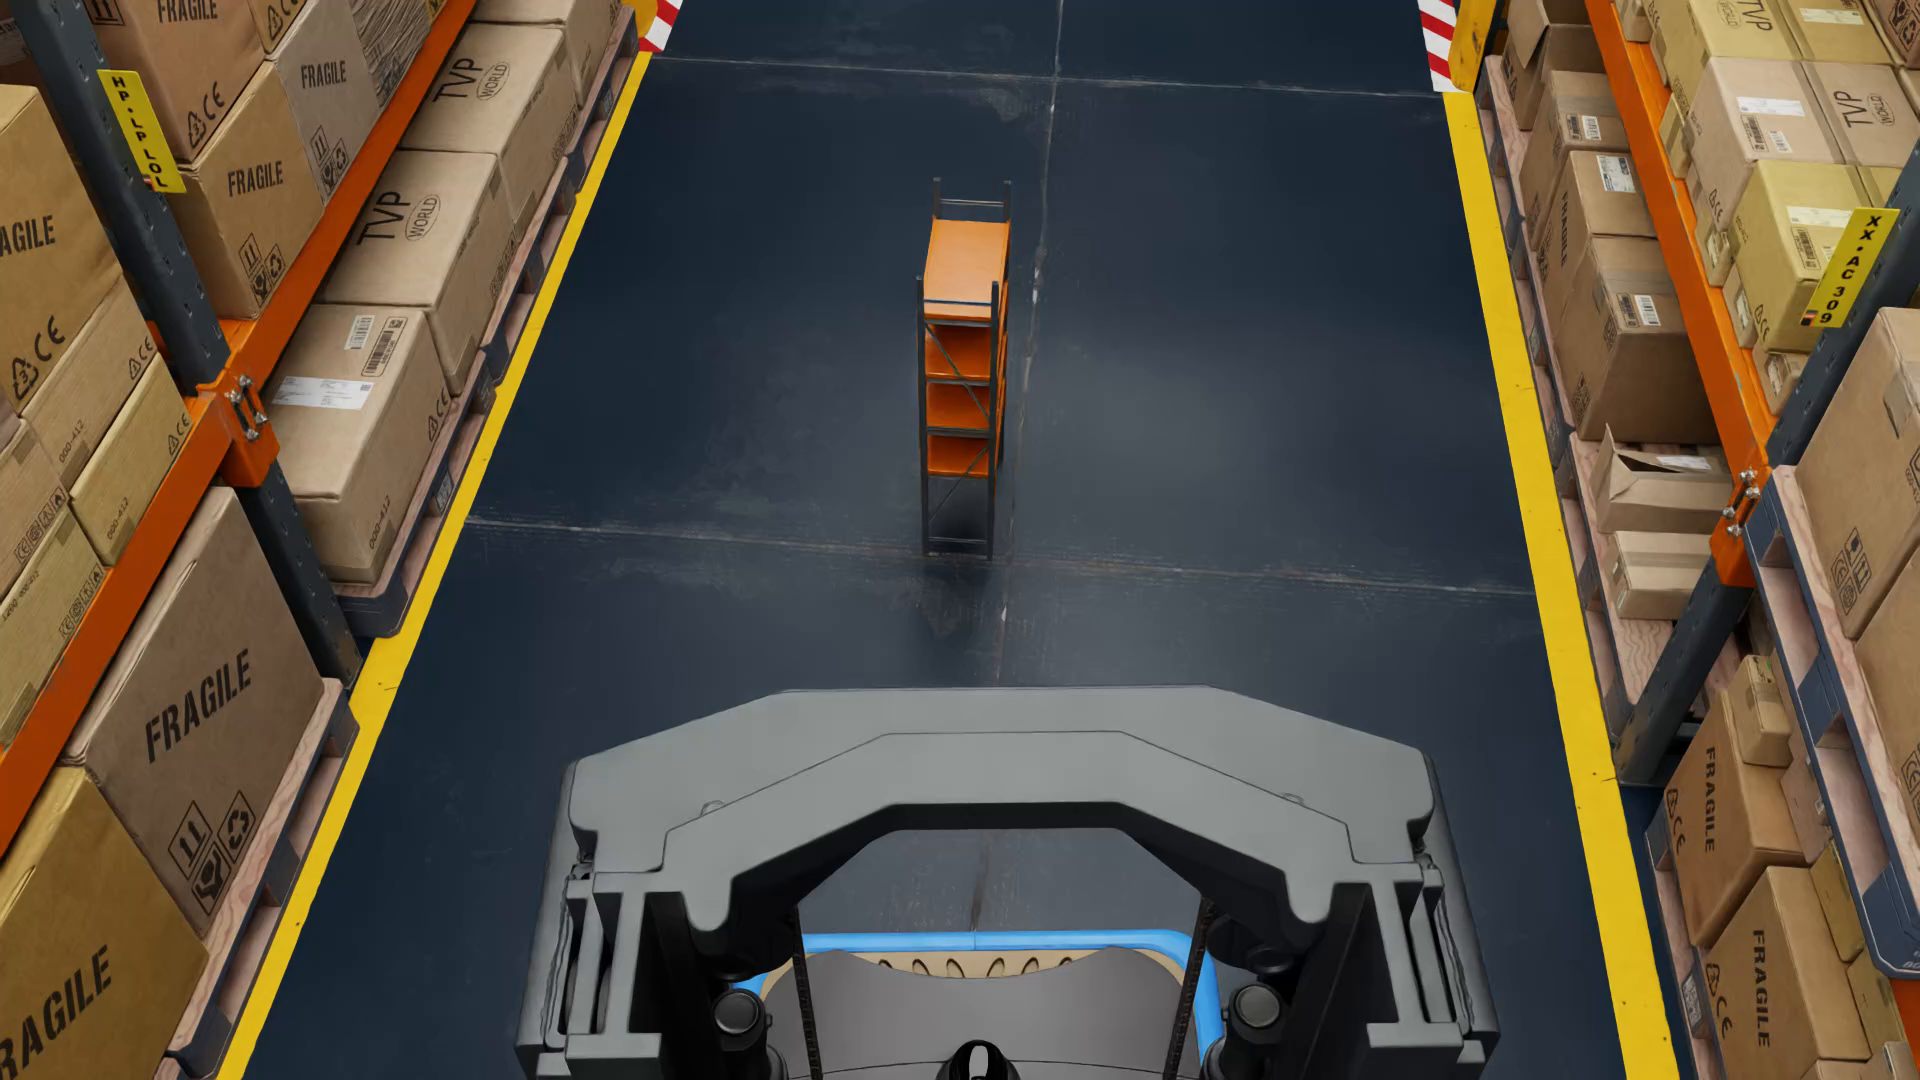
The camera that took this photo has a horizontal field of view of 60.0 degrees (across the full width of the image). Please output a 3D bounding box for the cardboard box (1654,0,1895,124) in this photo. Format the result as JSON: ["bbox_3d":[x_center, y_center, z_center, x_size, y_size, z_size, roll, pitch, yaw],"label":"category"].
[{"bbox_3d":[2.402,-1.451,4.944,0.500,0.250,0.500,4,48,3],"label":"cardboard box"}]

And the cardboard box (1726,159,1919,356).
[{"bbox_3d":[2.312,-0.716,4.272,0.500,0.250,0.500,5,48,5],"label":"cardboard box"}]

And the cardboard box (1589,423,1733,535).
[{"bbox_3d":[2.300,-0.186,5.456,0.396,0.266,0.258,5,48,5],"label":"cardboard box"}]

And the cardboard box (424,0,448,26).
[{"bbox_3d":[-1.982,-2.081,5.553,0.500,0.500,0.500,5,48,5],"label":"cardboard box"}]

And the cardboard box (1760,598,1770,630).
[{"bbox_3d":[2.804,0.020,5.236,0.500,0.311,0.500,5,48,5],"label":"cardboard box"}]

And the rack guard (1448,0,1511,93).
[{"bbox_3d":[2.867,-2.316,7.529,1.175,0.500,0.348,4,48,4],"label":"rack guard"}]

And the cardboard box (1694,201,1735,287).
[{"bbox_3d":[2.288,-0.828,4.644,0.380,0.149,0.250,5,48,5],"label":"cardboard box"}]

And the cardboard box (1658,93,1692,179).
[{"bbox_3d":[2.334,-1.208,4.992,0.380,0.149,0.250,3,48,3],"label":"cardboard box"}]

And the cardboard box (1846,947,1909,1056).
[{"bbox_3d":[2.240,1.053,3.724,0.380,0.149,0.250,3,48,3],"label":"cardboard box"}]

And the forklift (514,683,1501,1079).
[{"bbox_3d":[0.051,1.661,2.245,1.130,2.935,3.031,-1,48,-1],"label":"forklift"}]

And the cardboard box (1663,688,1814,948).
[{"bbox_3d":[2.241,0.767,4.425,0.500,0.500,0.500,6,48,5],"label":"cardboard box"}]

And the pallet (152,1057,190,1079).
[{"bbox_3d":[-2.538,1.805,3.956,1.003,0.211,1.213,4,48,4],"label":"pallet"}]

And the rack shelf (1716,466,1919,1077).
[{"bbox_3d":[2.327,1.437,2.891,1.077,0.370,4.000,4,48,4],"label":"rack shelf"}]

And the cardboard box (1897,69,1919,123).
[{"bbox_3d":[2.862,-1.040,4.569,0.500,0.250,0.500,3,48,3],"label":"cardboard box"}]

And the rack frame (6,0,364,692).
[{"bbox_3d":[-2.434,-0.607,4.272,1.000,3.000,0.127,4,48,4],"label":"rack frame"}]

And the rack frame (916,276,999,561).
[{"bbox_3d":[-0.007,-0.347,5.255,0.240,1.200,0.015,4,48,4],"label":"rack frame"}]

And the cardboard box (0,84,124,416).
[{"bbox_3d":[-2.225,-0.633,3.551,0.500,0.500,0.500,5,48,5],"label":"cardboard box"}]

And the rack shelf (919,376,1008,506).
[{"bbox_3d":[0.015,-0.347,5.615,0.258,0.148,0.480,4,48,4],"label":"rack shelf"}]

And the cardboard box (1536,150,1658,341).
[{"bbox_3d":[2.459,-1.063,6.099,0.500,0.500,0.500,5,48,4],"label":"cardboard box"}]

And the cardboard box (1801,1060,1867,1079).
[{"bbox_3d":[2.152,1.525,3.732,0.500,0.500,0.500,3,48,2],"label":"cardboard box"}]

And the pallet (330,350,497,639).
[{"bbox_3d":[-2.287,-0.219,5.807,1.003,0.211,1.213,4,48,4],"label":"pallet"}]

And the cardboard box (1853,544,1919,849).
[{"bbox_3d":[2.195,0.270,3.118,0.700,0.500,0.500,4,48,4],"label":"cardboard box"}]

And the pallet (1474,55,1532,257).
[{"bbox_3d":[2.795,-1.632,7.100,1.003,0.211,1.213,4,48,4],"label":"pallet"}]

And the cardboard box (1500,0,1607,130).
[{"bbox_3d":[2.723,-2.071,7.019,0.797,0.503,0.637,2,48,2],"label":"cardboard box"}]

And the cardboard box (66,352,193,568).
[{"bbox_3d":[-2.224,-0.210,4.010,0.500,0.250,0.500,3,48,3],"label":"cardboard box"}]

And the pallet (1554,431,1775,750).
[{"bbox_3d":[2.572,0.161,5.460,1.003,0.211,1.213,4,48,4],"label":"pallet"}]

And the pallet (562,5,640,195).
[{"bbox_3d":[-2.065,-2.012,7.447,1.003,0.211,1.213,4,48,4],"label":"pallet"}]

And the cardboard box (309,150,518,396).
[{"bbox_3d":[-2.189,-0.996,6.080,0.875,0.438,0.875,3,48,2],"label":"cardboard box"}]

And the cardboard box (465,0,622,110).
[{"bbox_3d":[-2.030,-2.331,7.301,0.875,0.438,0.875,2,48,2],"label":"cardboard box"}]

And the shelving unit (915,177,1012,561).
[{"bbox_3d":[0.015,-0.527,5.419,0.258,1.200,0.503,4,48,4],"label":"shelving unit"}]

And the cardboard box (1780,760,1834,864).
[{"bbox_3d":[2.263,0.662,4.082,0.380,0.149,0.250,3,48,2],"label":"cardboard box"}]

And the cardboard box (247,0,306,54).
[{"bbox_3d":[-2.098,-1.682,4.511,0.500,0.500,0.500,3,48,3],"label":"cardboard box"}]

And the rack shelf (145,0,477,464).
[{"bbox_3d":[-2.252,-1.834,5.882,1.077,0.370,4.000,4,48,4],"label":"rack shelf"}]

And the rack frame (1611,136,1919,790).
[{"bbox_3d":[2.509,-0.276,3.969,1.000,3.000,0.127,4,48,4],"label":"rack frame"}]

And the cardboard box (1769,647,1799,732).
[{"bbox_3d":[2.272,0.357,4.159,0.380,0.149,0.250,3,48,3],"label":"cardboard box"}]

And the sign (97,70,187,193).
[{"bbox_3d":[-1.893,-0.941,3.847,0.100,0.325,0.005,4,48,4],"label":"sign"}]

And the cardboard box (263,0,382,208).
[{"bbox_3d":[-2.081,-1.337,4.872,0.500,0.500,0.500,4,48,4],"label":"cardboard box"}]

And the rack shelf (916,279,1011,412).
[{"bbox_3d":[0.015,-0.632,5.303,0.258,0.148,0.480,4,48,4],"label":"rack shelf"}]

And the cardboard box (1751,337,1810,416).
[{"bbox_3d":[2.286,-0.442,4.292,0.380,0.149,0.250,4,48,4],"label":"cardboard box"}]

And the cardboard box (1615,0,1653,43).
[{"bbox_3d":[2.400,-1.769,5.505,0.380,0.149,0.250,5,48,4],"label":"cardboard box"}]

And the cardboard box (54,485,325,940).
[{"bbox_3d":[-2.411,0.430,4.480,0.875,0.875,0.875,5,48,5],"label":"cardboard box"}]

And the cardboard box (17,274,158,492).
[{"bbox_3d":[-2.233,-0.385,3.832,0.500,0.250,0.500,4,48,3],"label":"cardboard box"}]
